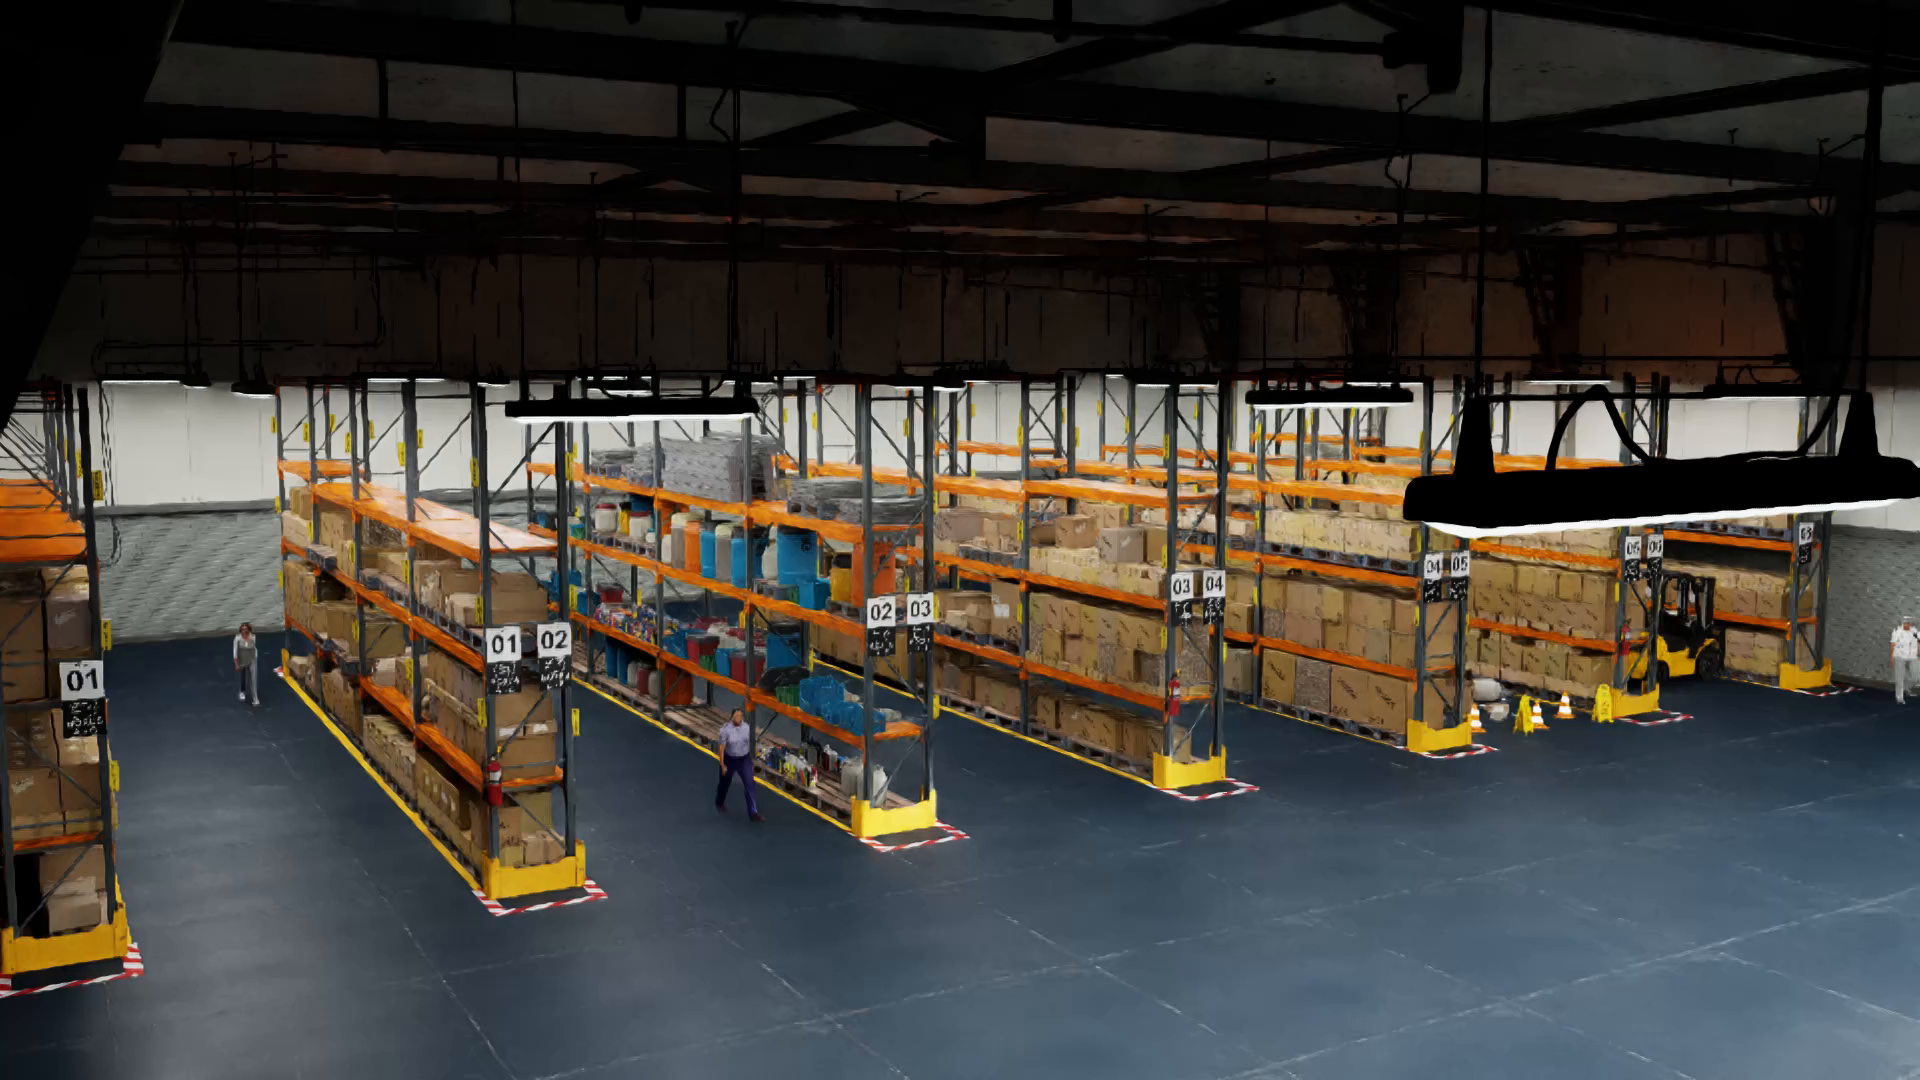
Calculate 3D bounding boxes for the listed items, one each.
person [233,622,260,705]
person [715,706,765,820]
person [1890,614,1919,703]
[{"bbox_3d":[-13.072,2.237,30.427,0.417,1.517,1.036,-3,7,-27],"label":"person"},{"bbox_3d":[-3.092,3.051,22.880,0.479,1.544,1.090,-3,7,-28],"label":"person"},{"bbox_3d":[17.408,2.168,30.614,0.557,1.659,0.569,1,6,8],"label":"person"}]
